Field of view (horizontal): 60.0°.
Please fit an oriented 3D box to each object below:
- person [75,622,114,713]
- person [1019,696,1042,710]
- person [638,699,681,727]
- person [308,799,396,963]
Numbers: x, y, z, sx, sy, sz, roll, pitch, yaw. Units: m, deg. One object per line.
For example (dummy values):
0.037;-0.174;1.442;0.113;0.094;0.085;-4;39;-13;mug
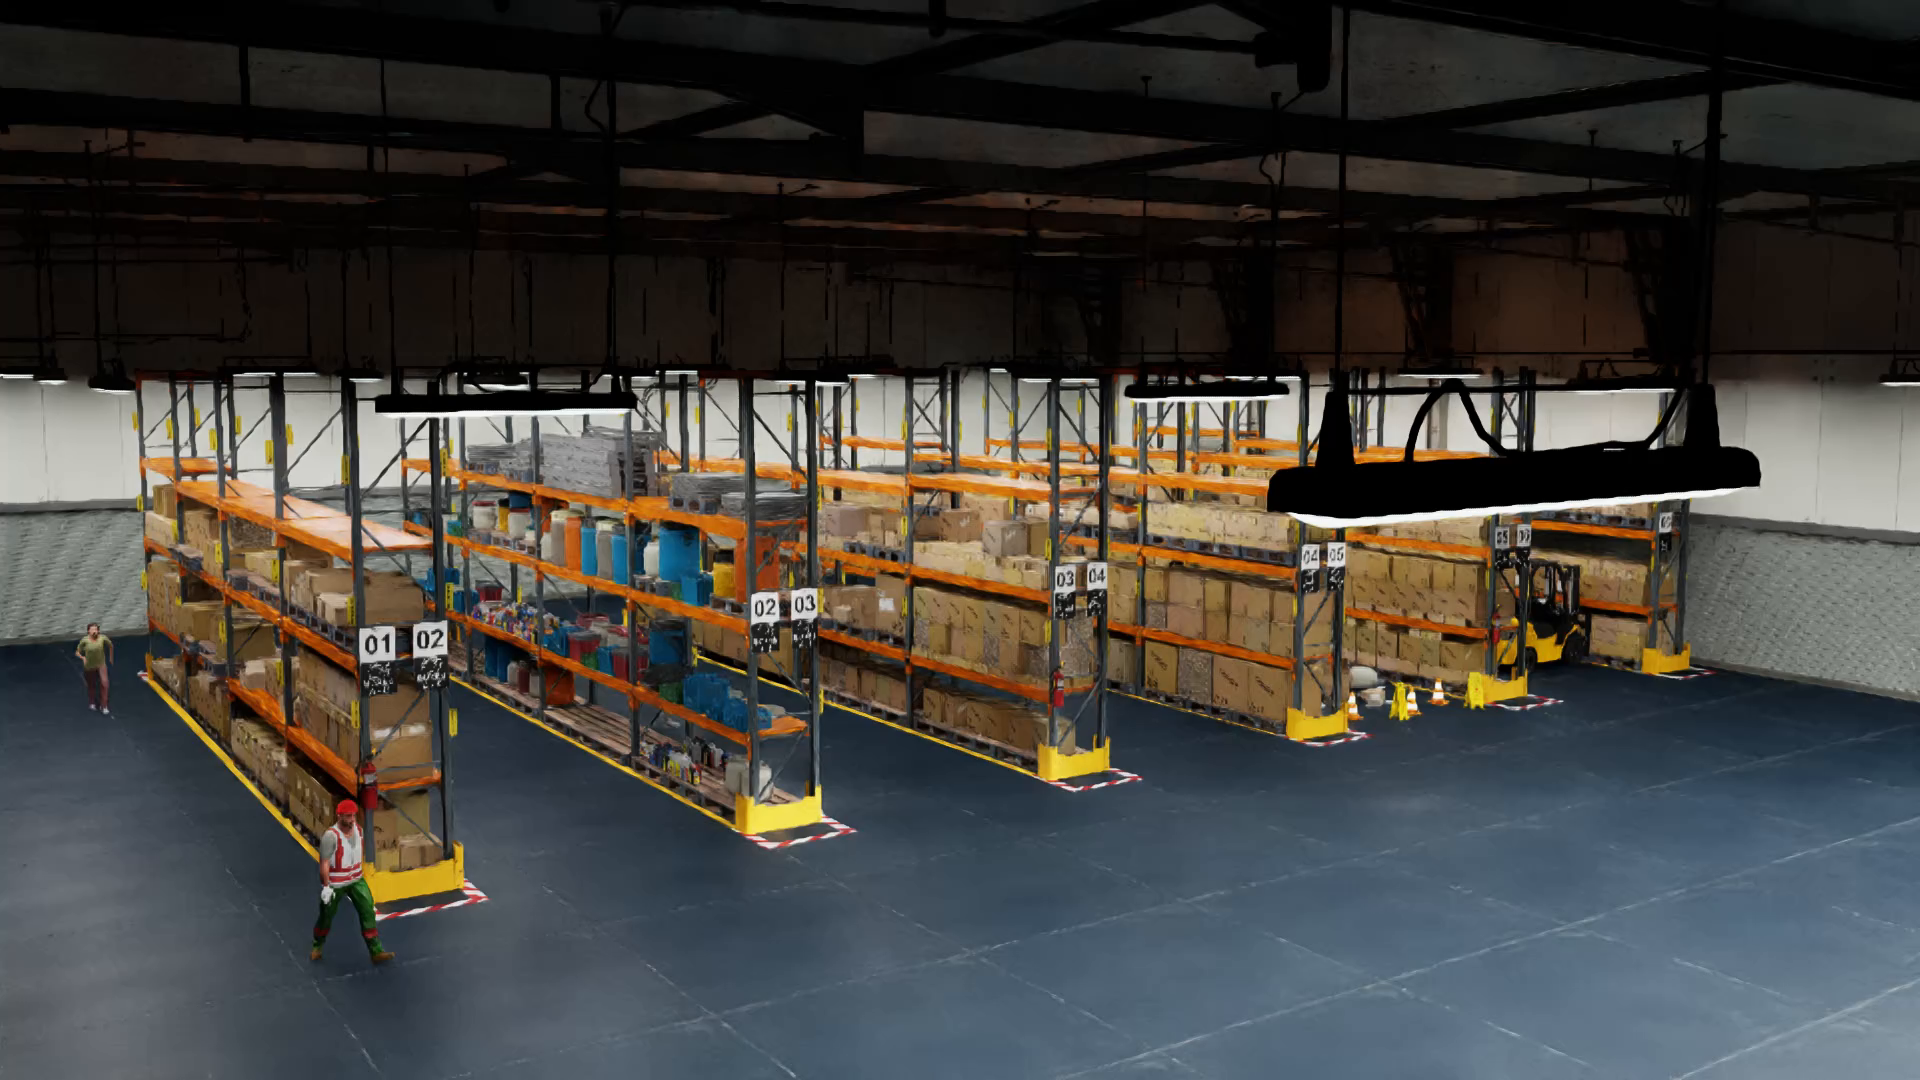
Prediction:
-15.262;2.224;29.353;0.603;1.600;0.799;-3;7;-28;person
1.267;2.281;28.364;0.702;1.734;0.549;-5;8;-35;person
-5.189;2.371;27.974;0.813;1.603;0.638;5;8;39;person
-6.361;3.532;17.243;0.968;1.746;0.593;4;8;34;person
